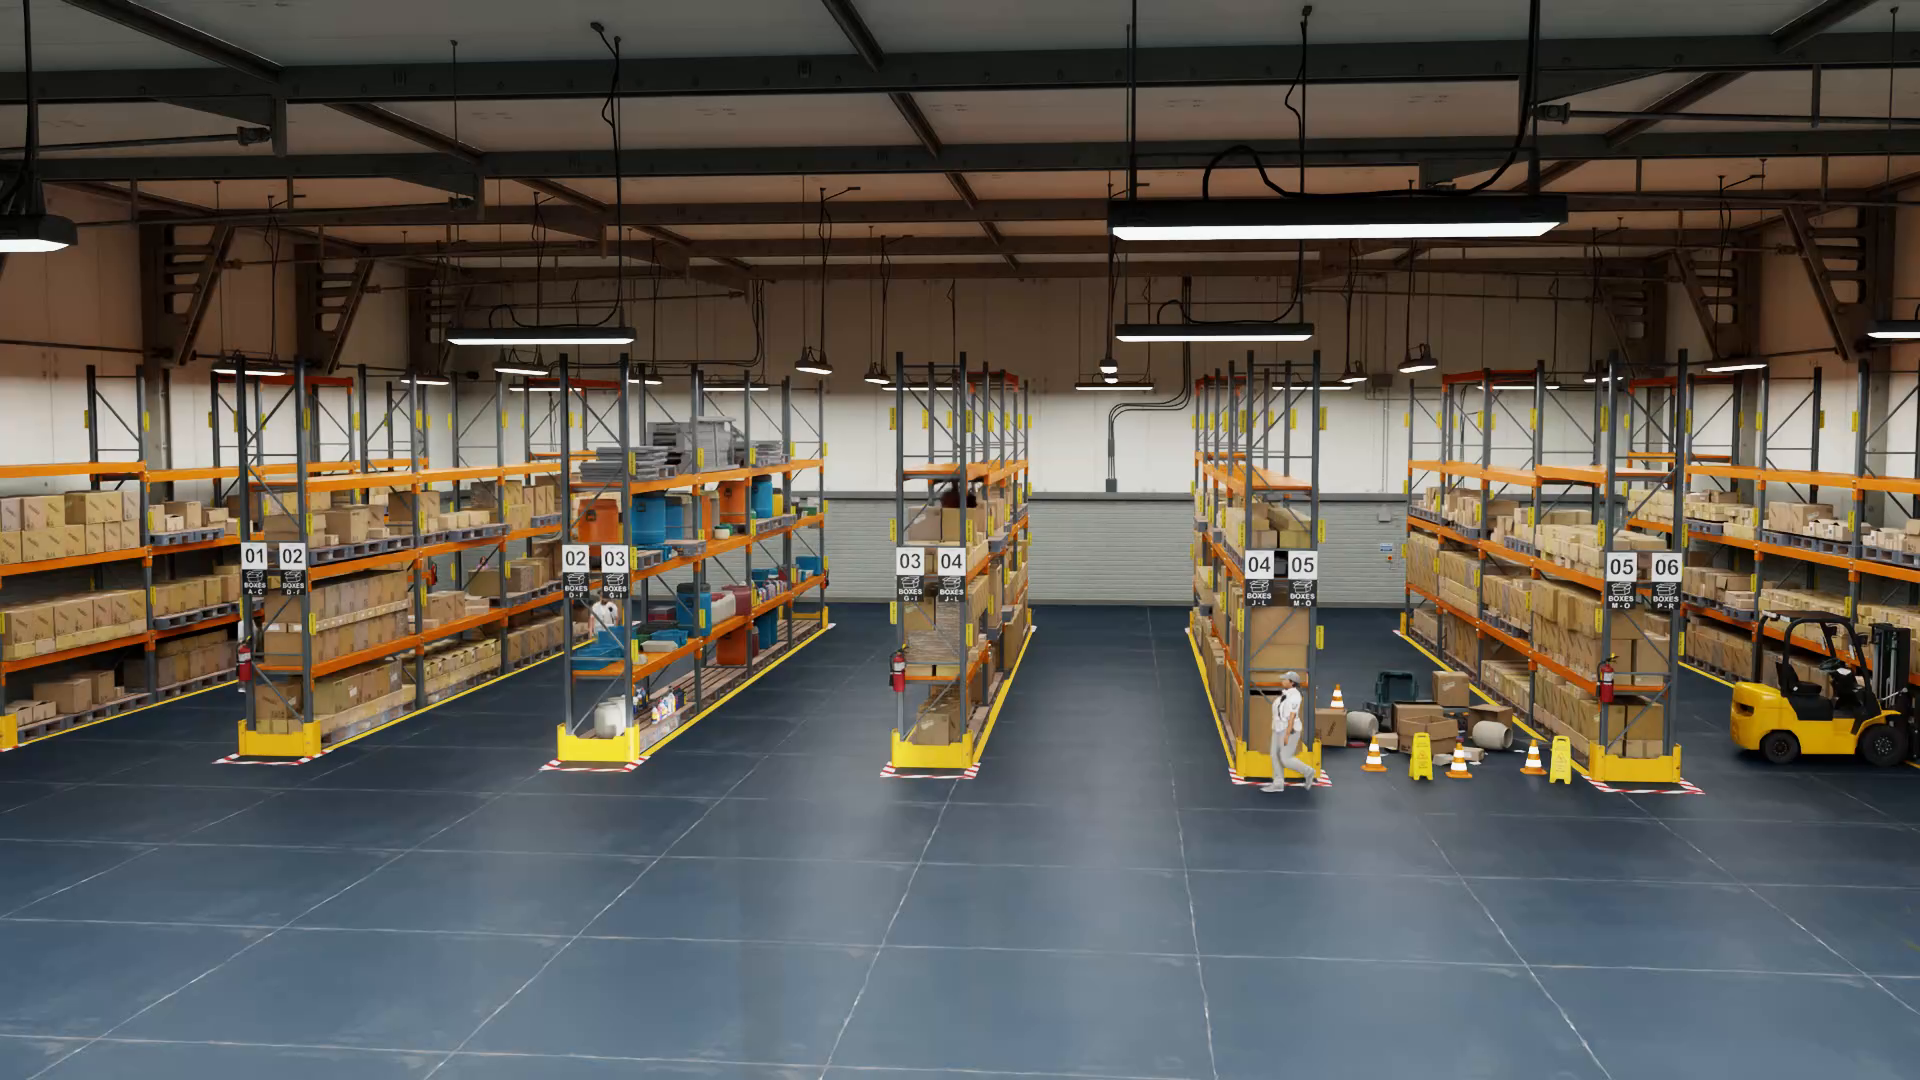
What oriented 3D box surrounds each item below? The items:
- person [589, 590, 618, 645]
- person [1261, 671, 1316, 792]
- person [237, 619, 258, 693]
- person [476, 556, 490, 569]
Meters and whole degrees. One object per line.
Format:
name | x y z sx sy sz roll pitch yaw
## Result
person | -7.009 1.810 32.642 0.520 1.729 0.991 1 4 11
person | 4.411 2.580 22.366 0.628 1.648 0.464 -1 4 -16
person | -13.110 2.027 30.672 0.448 1.600 0.430 0 4 0
person | -12.270 1.180 42.769 0.398 1.536 0.921 0 4 -6
